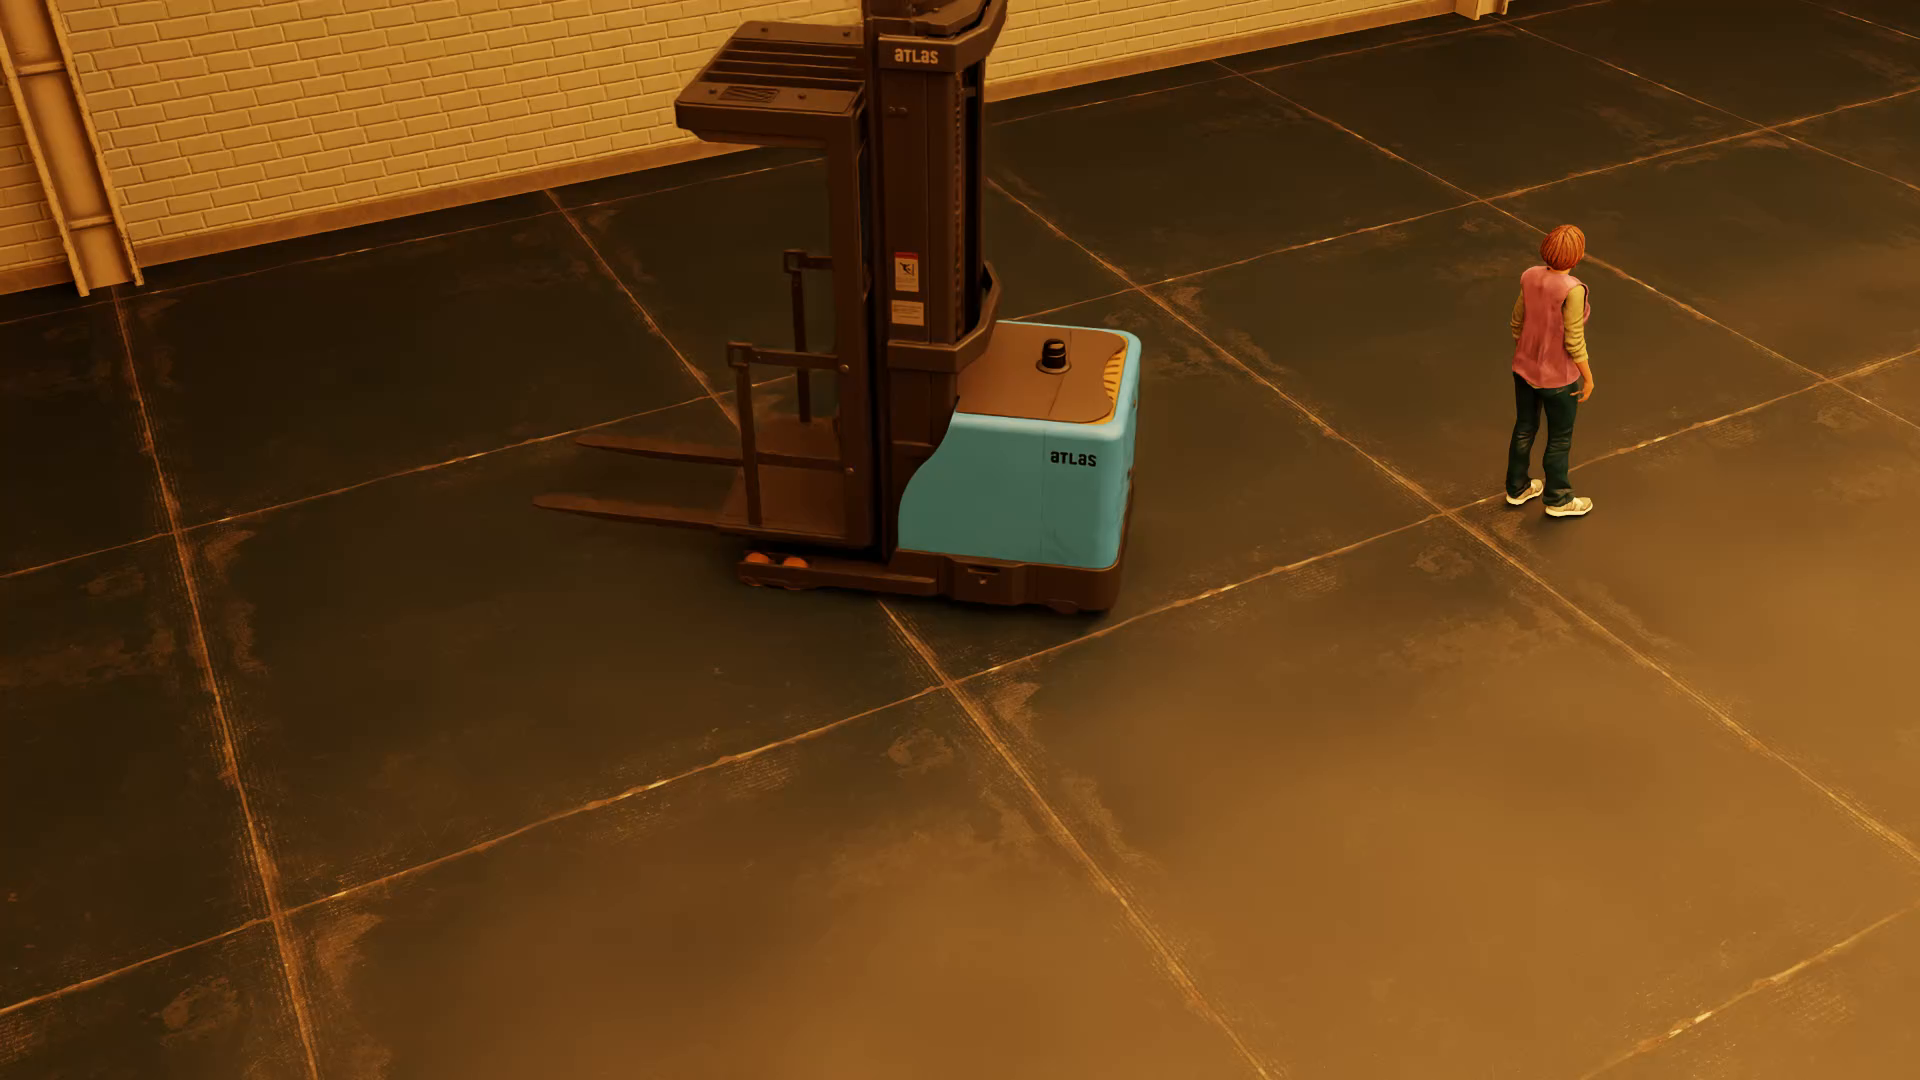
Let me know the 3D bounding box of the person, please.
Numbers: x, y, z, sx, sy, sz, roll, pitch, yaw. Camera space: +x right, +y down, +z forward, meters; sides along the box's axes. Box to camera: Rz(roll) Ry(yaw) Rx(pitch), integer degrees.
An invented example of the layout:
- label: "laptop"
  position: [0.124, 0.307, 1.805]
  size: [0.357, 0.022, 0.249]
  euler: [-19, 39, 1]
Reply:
- label: "person"
  position: [3.057, -0.872, 8.499]
  size: [0.473, 1.599, 0.519]
  euler: [-18, 39, -23]

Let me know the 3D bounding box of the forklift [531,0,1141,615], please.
- label: "forklift"
  position: [-0.655, -1.237, 7.873]
  size: [3.031, 2.935, 1.130]
  euler: [6, 36, 8]
